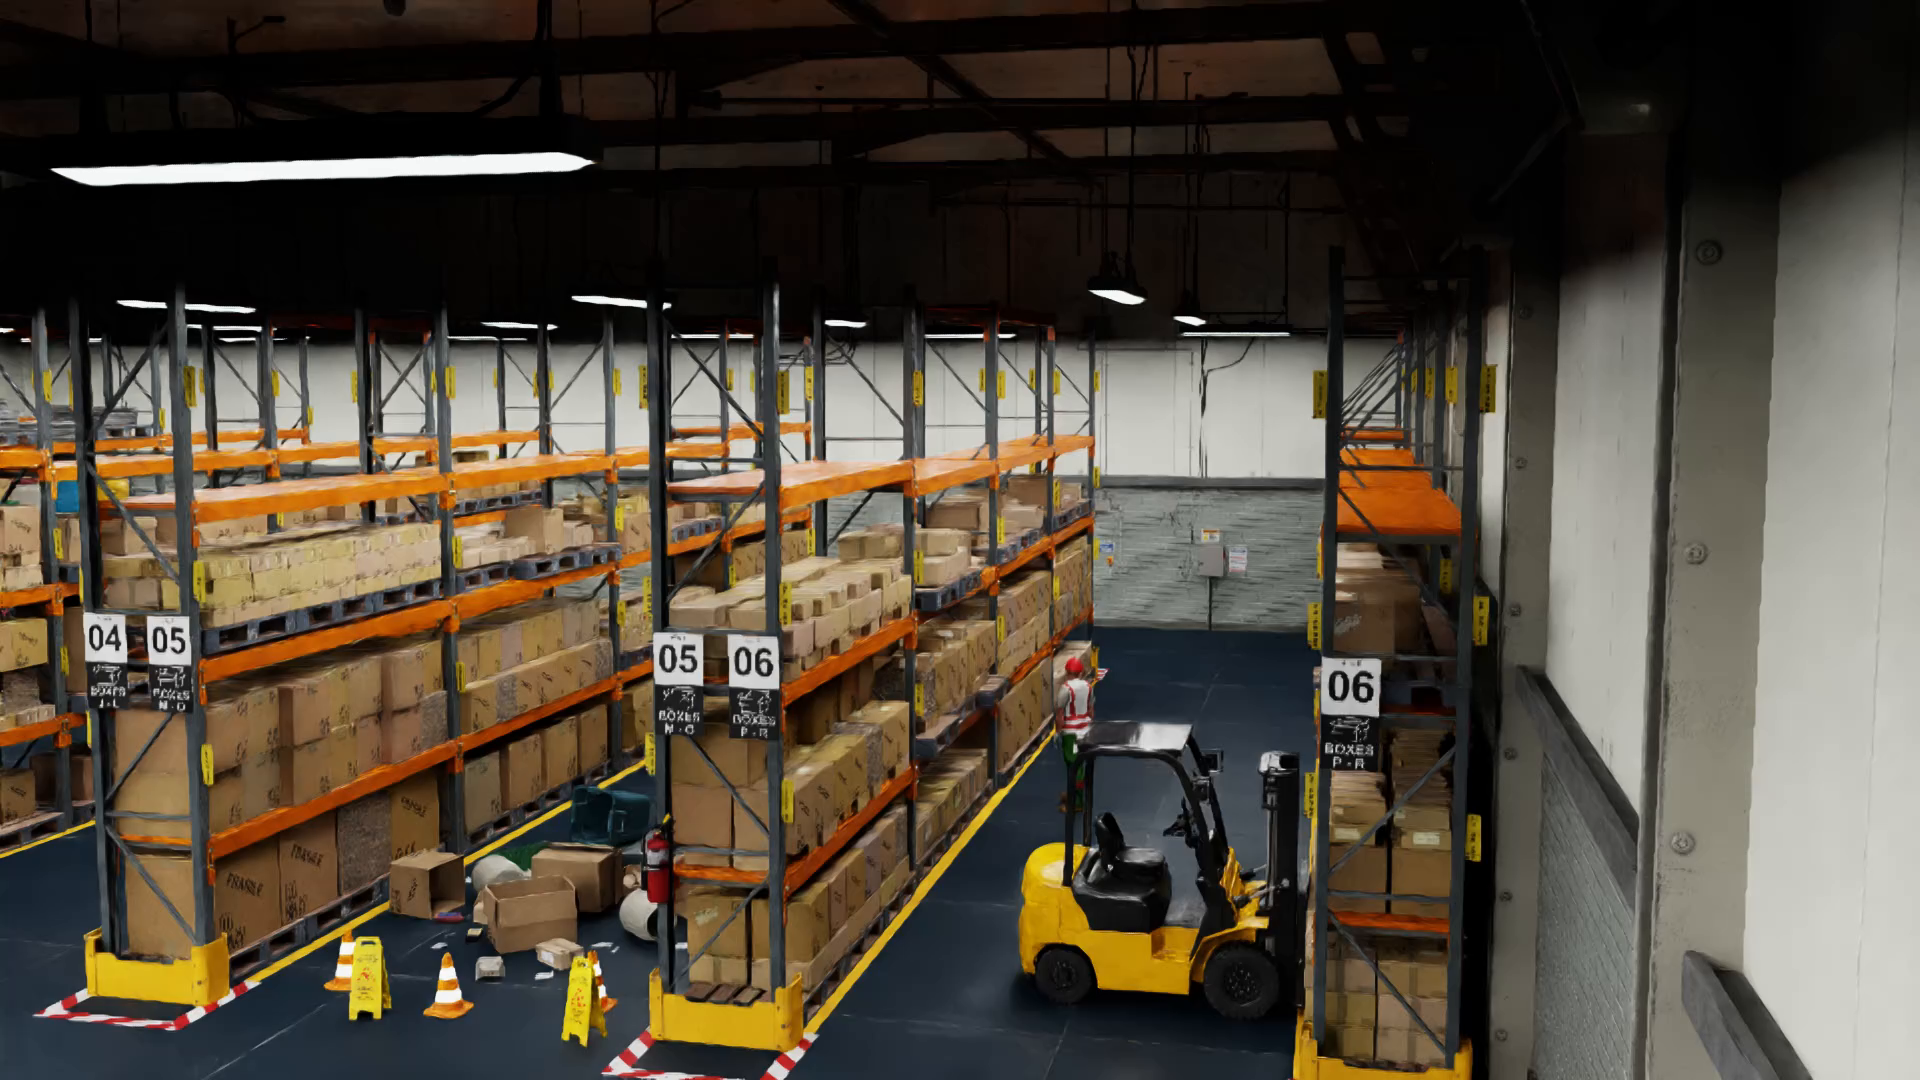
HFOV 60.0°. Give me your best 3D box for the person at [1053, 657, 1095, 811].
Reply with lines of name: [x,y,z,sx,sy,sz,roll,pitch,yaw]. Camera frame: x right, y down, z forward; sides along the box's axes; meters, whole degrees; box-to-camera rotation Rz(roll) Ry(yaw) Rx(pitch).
person: [1.339,2.269,19.721,0.655,1.785,0.577,-6,8,-44]

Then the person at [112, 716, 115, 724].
person: [-11.557,2.034,22.582,0.677,1.725,0.574,1,6,11]
